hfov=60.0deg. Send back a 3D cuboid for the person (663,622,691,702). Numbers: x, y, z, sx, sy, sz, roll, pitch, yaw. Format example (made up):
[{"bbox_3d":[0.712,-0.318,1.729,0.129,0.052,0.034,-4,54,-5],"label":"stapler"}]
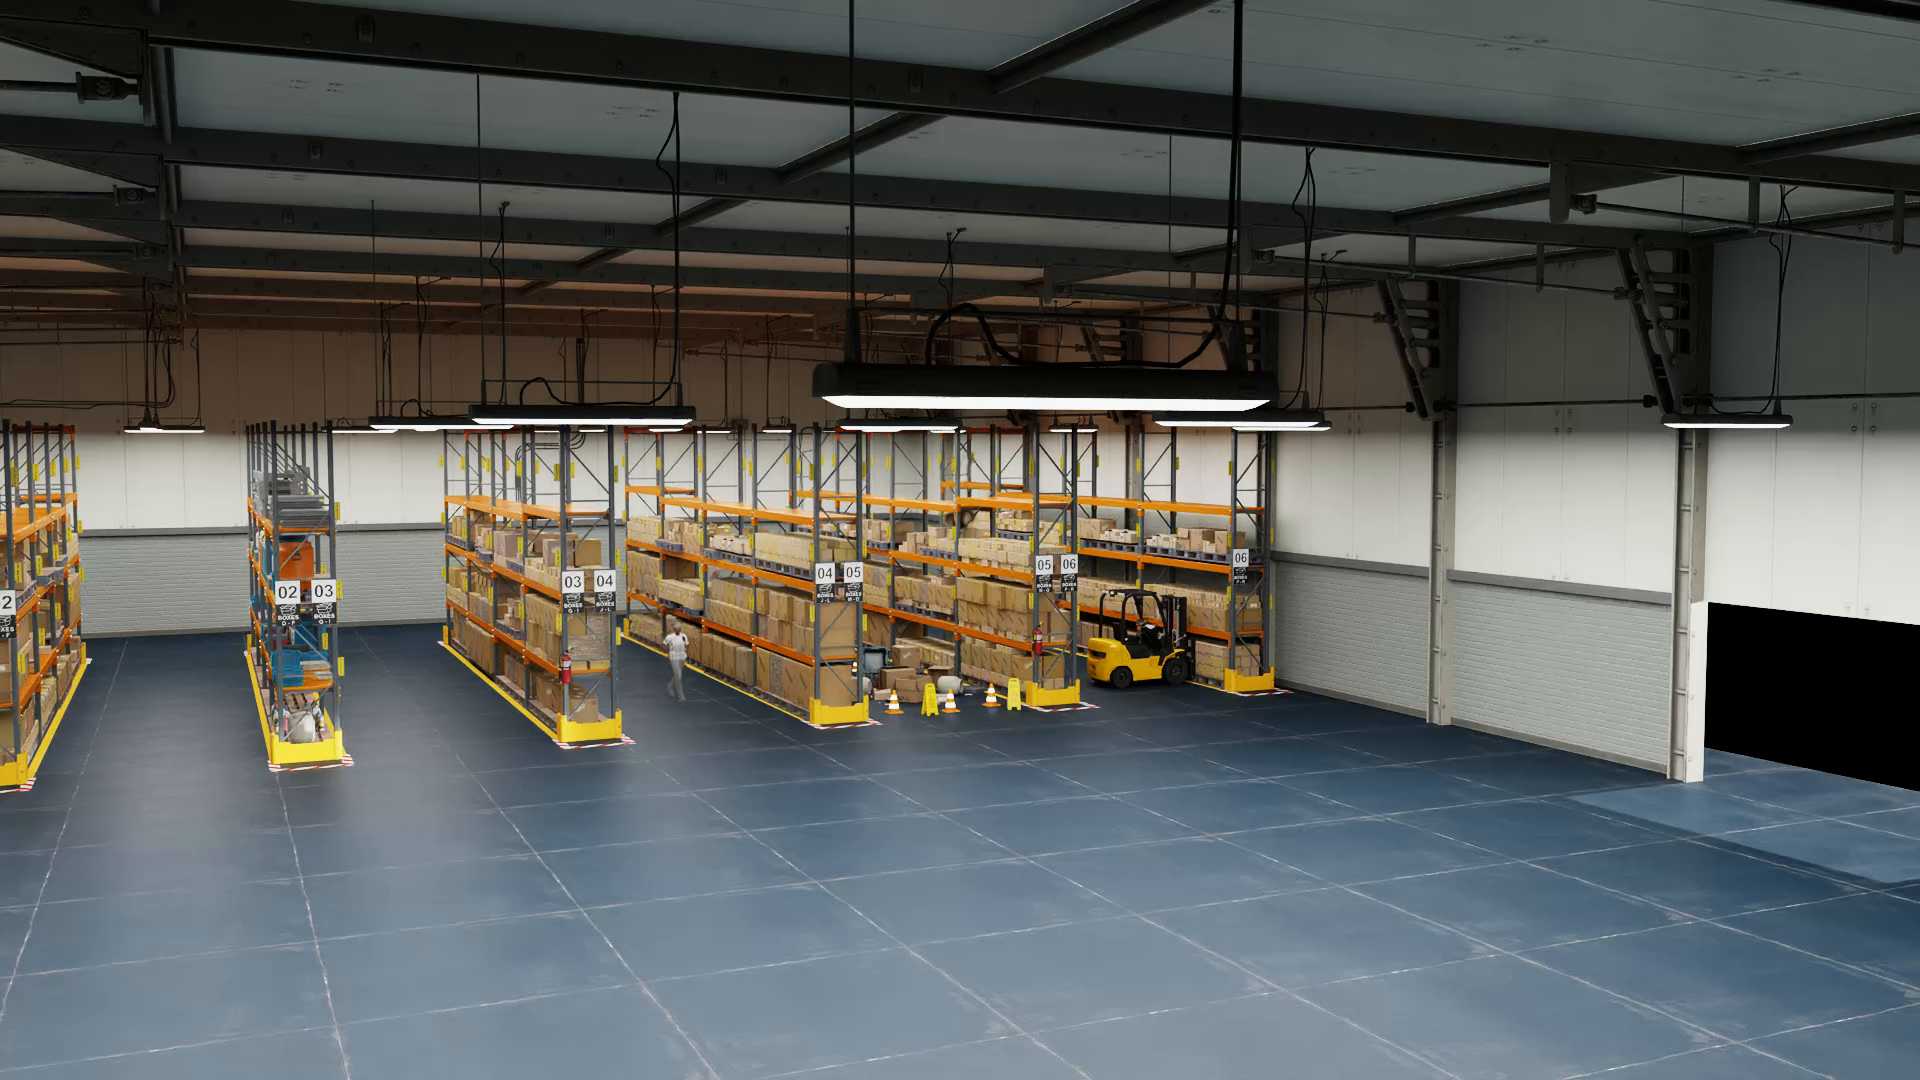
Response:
[{"bbox_3d":[-6.112,2.621,36.123,0.567,1.717,0.868,-3,5,-38],"label":"person"}]

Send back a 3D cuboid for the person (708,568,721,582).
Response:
[{"bbox_3d":[-7.499,1.698,50.621,0.935,1.718,0.661,-3,5,-41],"label":"person"}]

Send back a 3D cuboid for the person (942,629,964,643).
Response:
[{"bbox_3d":[-0.218,2.102,44.828,0.642,1.723,1.028,-2,4,-24],"label":"person"}]
